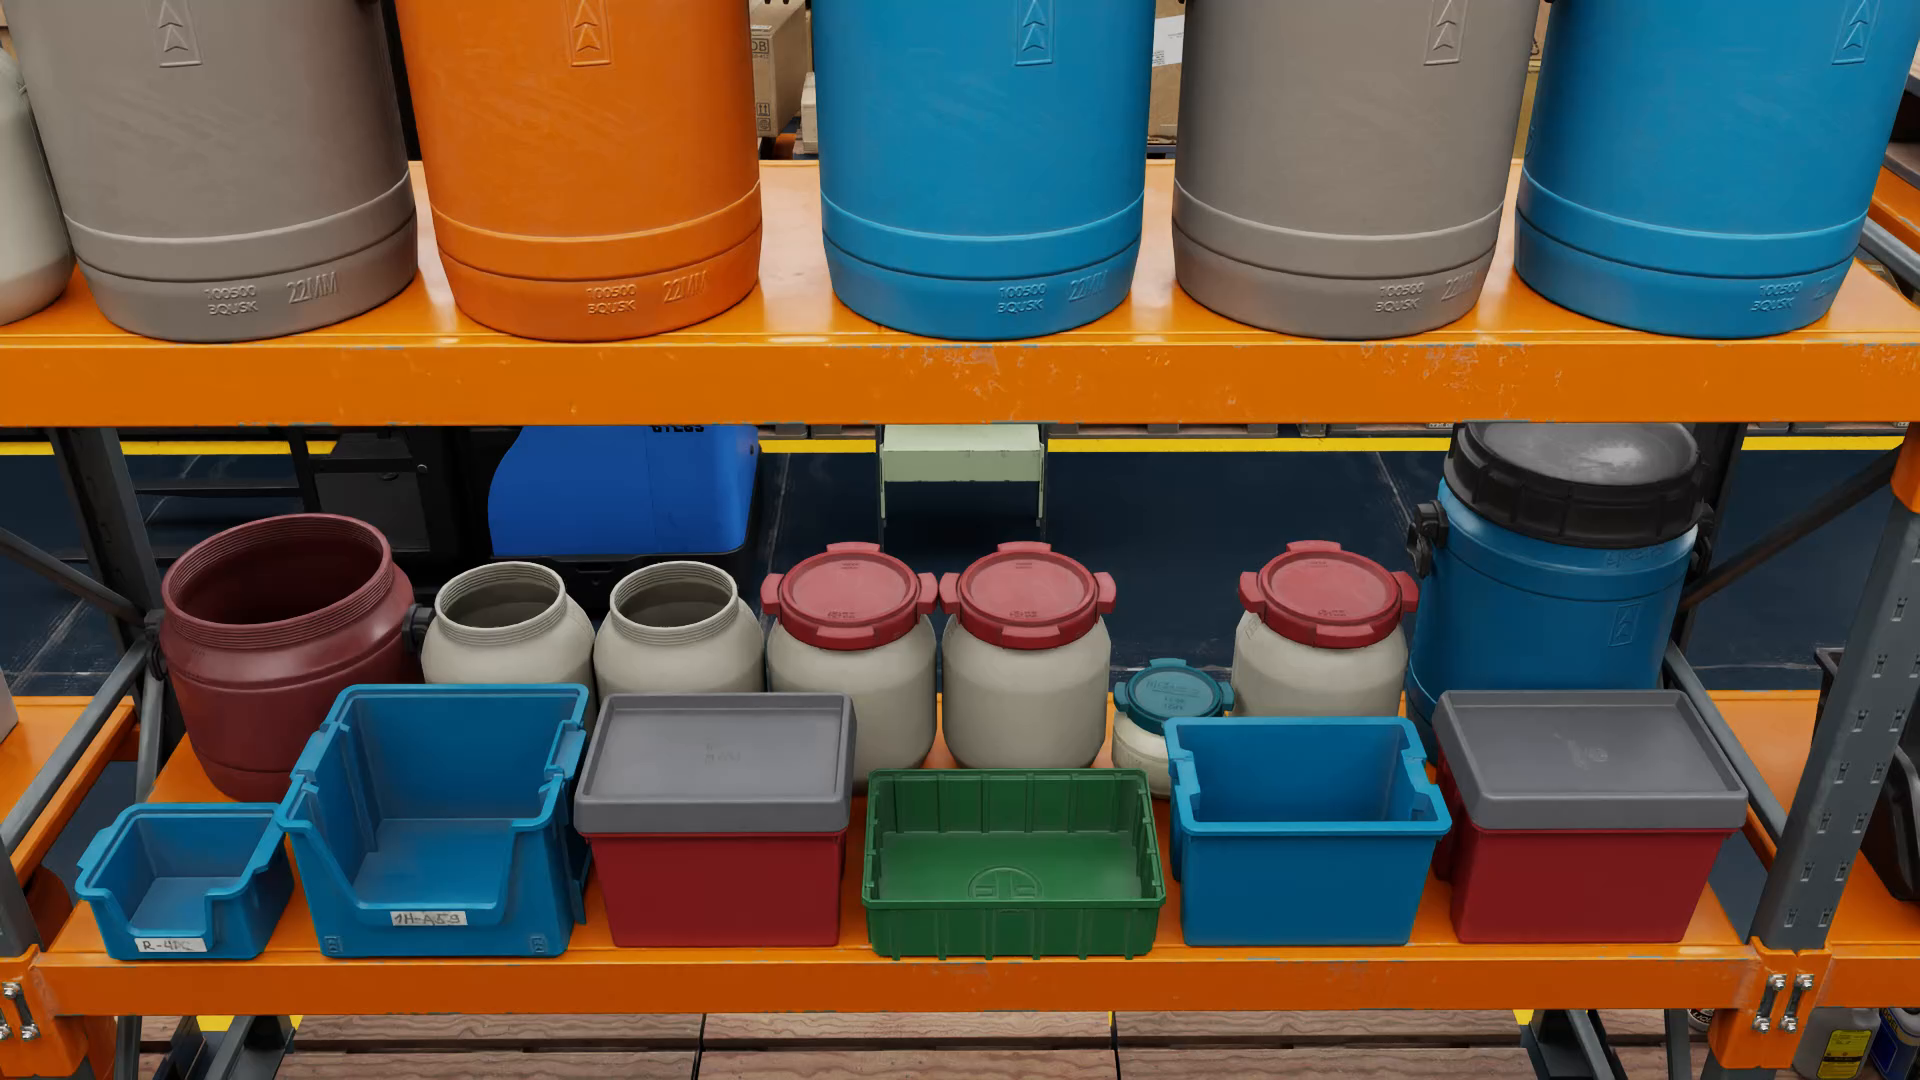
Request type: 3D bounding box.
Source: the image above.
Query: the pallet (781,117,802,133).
[{"bbox_3d":[-1.314,-3.400,13.150,1.213,0.211,1.003,0,31,0],"label":"pallet"}]

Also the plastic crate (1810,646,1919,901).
[{"bbox_3d":[2.380,0.592,3.942,0.504,0.338,0.767,0,31,0],"label":"plastic crate"}]

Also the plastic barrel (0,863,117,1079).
[{"bbox_3d":[-2.633,1.273,4.448,0.708,0.830,0.600,0,31,0],"label":"plastic barrel"}]

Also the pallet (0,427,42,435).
[{"bbox_3d":[-5.403,-0.892,9.017,1.213,0.211,1.003,0,31,0],"label":"pallet"}]

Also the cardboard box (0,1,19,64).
[{"bbox_3d":[-4.227,-2.527,7.959,0.637,0.503,0.797,1,31,1],"label":"cardboard box"}]

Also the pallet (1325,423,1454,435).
[{"bbox_3d":[2.497,-0.896,9.023,1.213,0.211,1.003,0,31,0],"label":"pallet"}]

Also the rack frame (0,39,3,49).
[{"bbox_3d":[-2.144,-2.051,2.455,0.127,3.000,1.000,0,31,0],"label":"rack frame"}]

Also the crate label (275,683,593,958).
[{"bbox_3d":[-1.149,0.636,3.776,0.616,0.435,0.502,0,31,0],"label":"crate label"}]

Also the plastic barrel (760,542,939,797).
[{"bbox_3d":[-0.269,0.336,4.173,0.433,0.535,0.433,0,31,0],"label":"plastic barrel"}]

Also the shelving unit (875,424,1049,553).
[{"bbox_3d":[0.007,-0.641,7.361,0.755,1.500,0.431,0,31,0],"label":"shelving unit"}]

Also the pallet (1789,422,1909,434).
[{"bbox_3d":[4.937,-0.904,9.036,1.213,0.211,1.003,0,31,0],"label":"pallet"}]

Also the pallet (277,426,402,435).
[{"bbox_3d":[-2.963,-0.900,9.029,1.213,0.211,1.003,0,31,0],"label":"pallet"}]

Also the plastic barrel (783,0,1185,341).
[{"bbox_3d":[0.041,-0.877,2.929,0.708,0.901,0.600,0,31,0],"label":"plastic barrel"}]

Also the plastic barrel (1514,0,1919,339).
[{"bbox_3d":[1.349,-0.881,2.936,0.708,0.901,0.600,0,31,0],"label":"plastic barrel"}]

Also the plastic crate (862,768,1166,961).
[{"bbox_3d":[0.116,0.744,3.837,0.662,0.188,0.450,0,31,0],"label":"plastic crate"}]

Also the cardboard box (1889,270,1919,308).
[{"bbox_3d":[5.201,-1.198,8.837,0.500,0.500,0.500,5,32,9],"label":"cardboard box"}]

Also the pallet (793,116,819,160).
[{"bbox_3d":[-0.195,-2.001,8.341,1.213,0.211,1.003,0,31,0],"label":"pallet"}]

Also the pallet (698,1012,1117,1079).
[{"bbox_3d":[-0.152,1.721,4.709,1.213,0.211,1.003,0,31,0],"label":"pallet"}]

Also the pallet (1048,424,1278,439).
[{"bbox_3d":[1.047,-0.872,8.984,1.213,0.211,1.003,0,31,0],"label":"pallet"}]

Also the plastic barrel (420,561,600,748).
[{"bbox_3d":[-1.117,0.352,4.170,0.421,0.512,0.421,0,31,0],"label":"plastic barrel"}]

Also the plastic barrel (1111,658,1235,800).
[{"bbox_3d":[0.531,0.485,4.192,0.301,0.262,0.301,0,31,0],"label":"plastic barrel"}]

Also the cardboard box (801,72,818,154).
[{"bbox_3d":[-0.497,-2.057,7.988,0.500,0.250,0.500,-1,31,-2],"label":"cardboard box"}]

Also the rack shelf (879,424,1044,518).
[{"bbox_3d":[0.007,-0.363,7.530,0.720,0.370,0.431,0,31,0],"label":"rack shelf"}]

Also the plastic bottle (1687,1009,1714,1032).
[{"bbox_3d":[2.217,1.347,4.912,0.097,0.201,0.097,0,31,0],"label":"plastic bottle"}]

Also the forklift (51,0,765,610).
[{"bbox_3d":[-2.440,-1.178,6.866,3.031,2.935,1.130,-1,31,-1],"label":"forklift"}]

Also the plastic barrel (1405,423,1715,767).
[{"bbox_3d":[1.468,0.131,4.159,0.708,0.901,0.600,0,31,0],"label":"plastic barrel"}]

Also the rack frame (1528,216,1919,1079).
[{"bbox_3d":[1.856,0.501,4.032,0.127,3.000,1.000,0,31,0],"label":"rack frame"}]

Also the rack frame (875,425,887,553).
[{"bbox_3d":[-0.359,-0.640,7.359,0.023,1.500,0.400,0,31,0],"label":"rack frame"}]

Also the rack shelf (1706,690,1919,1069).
[{"bbox_3d":[3.856,0.803,4.229,4.000,0.370,1.077,0,31,0],"label":"rack shelf"}]

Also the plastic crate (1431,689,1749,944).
[{"bbox_3d":[1.373,0.634,3.751,0.583,0.464,0.402,0,31,0],"label":"plastic crate"}]

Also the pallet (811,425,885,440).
[{"bbox_3d":[-0.176,-0.867,8.976,1.213,0.211,1.003,0,31,0],"label":"pallet"}]

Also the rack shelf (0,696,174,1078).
[{"bbox_3d":[-4.144,0.828,4.188,4.000,0.370,1.077,0,31,0],"label":"rack shelf"}]

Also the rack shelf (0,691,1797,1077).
[{"bbox_3d":[-0.144,0.815,4.208,4.000,0.370,1.077,0,31,0],"label":"rack shelf"}]

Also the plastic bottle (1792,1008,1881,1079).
[{"bbox_3d":[2.499,1.369,4.731,0.185,0.351,0.144,0,31,0],"label":"plastic bottle"}]

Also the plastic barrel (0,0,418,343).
[{"bbox_3d":[-1.322,-0.873,2.922,0.600,0.901,0.600,0,31,0],"label":"plastic barrel"}]

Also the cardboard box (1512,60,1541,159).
[{"bbox_3d":[2.777,-2.190,8.085,0.500,0.500,0.875,0,31,0],"label":"cardboard box"}]
